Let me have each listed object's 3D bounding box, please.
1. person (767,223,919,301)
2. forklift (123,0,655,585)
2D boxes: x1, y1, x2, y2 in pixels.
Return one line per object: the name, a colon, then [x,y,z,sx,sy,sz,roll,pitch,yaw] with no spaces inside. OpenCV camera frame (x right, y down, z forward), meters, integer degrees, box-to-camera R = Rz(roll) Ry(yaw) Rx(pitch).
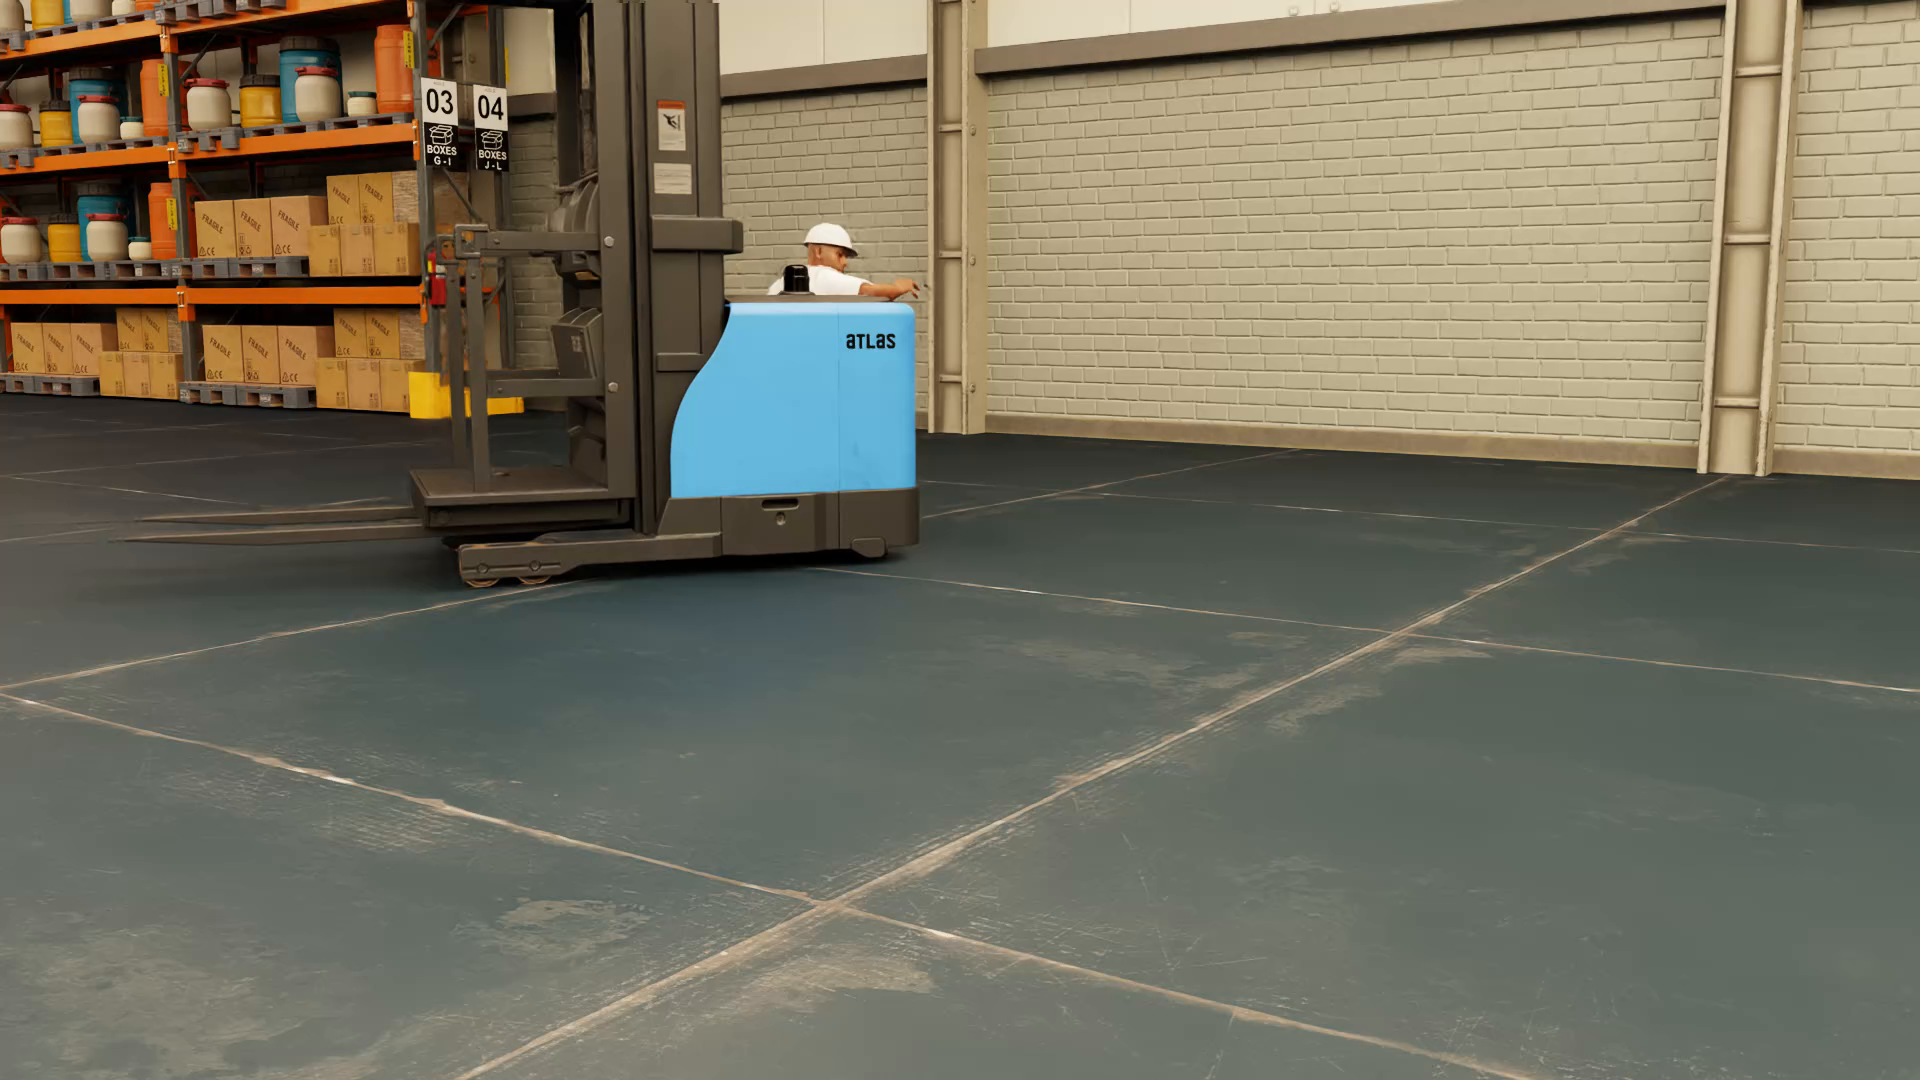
person: [-0.595,-0.876,8.529,0.819,1.474,1.035,3,9,22]
forklift: [-1.745,-1.353,6.705,3.031,2.935,1.121,-3,9,-21]
